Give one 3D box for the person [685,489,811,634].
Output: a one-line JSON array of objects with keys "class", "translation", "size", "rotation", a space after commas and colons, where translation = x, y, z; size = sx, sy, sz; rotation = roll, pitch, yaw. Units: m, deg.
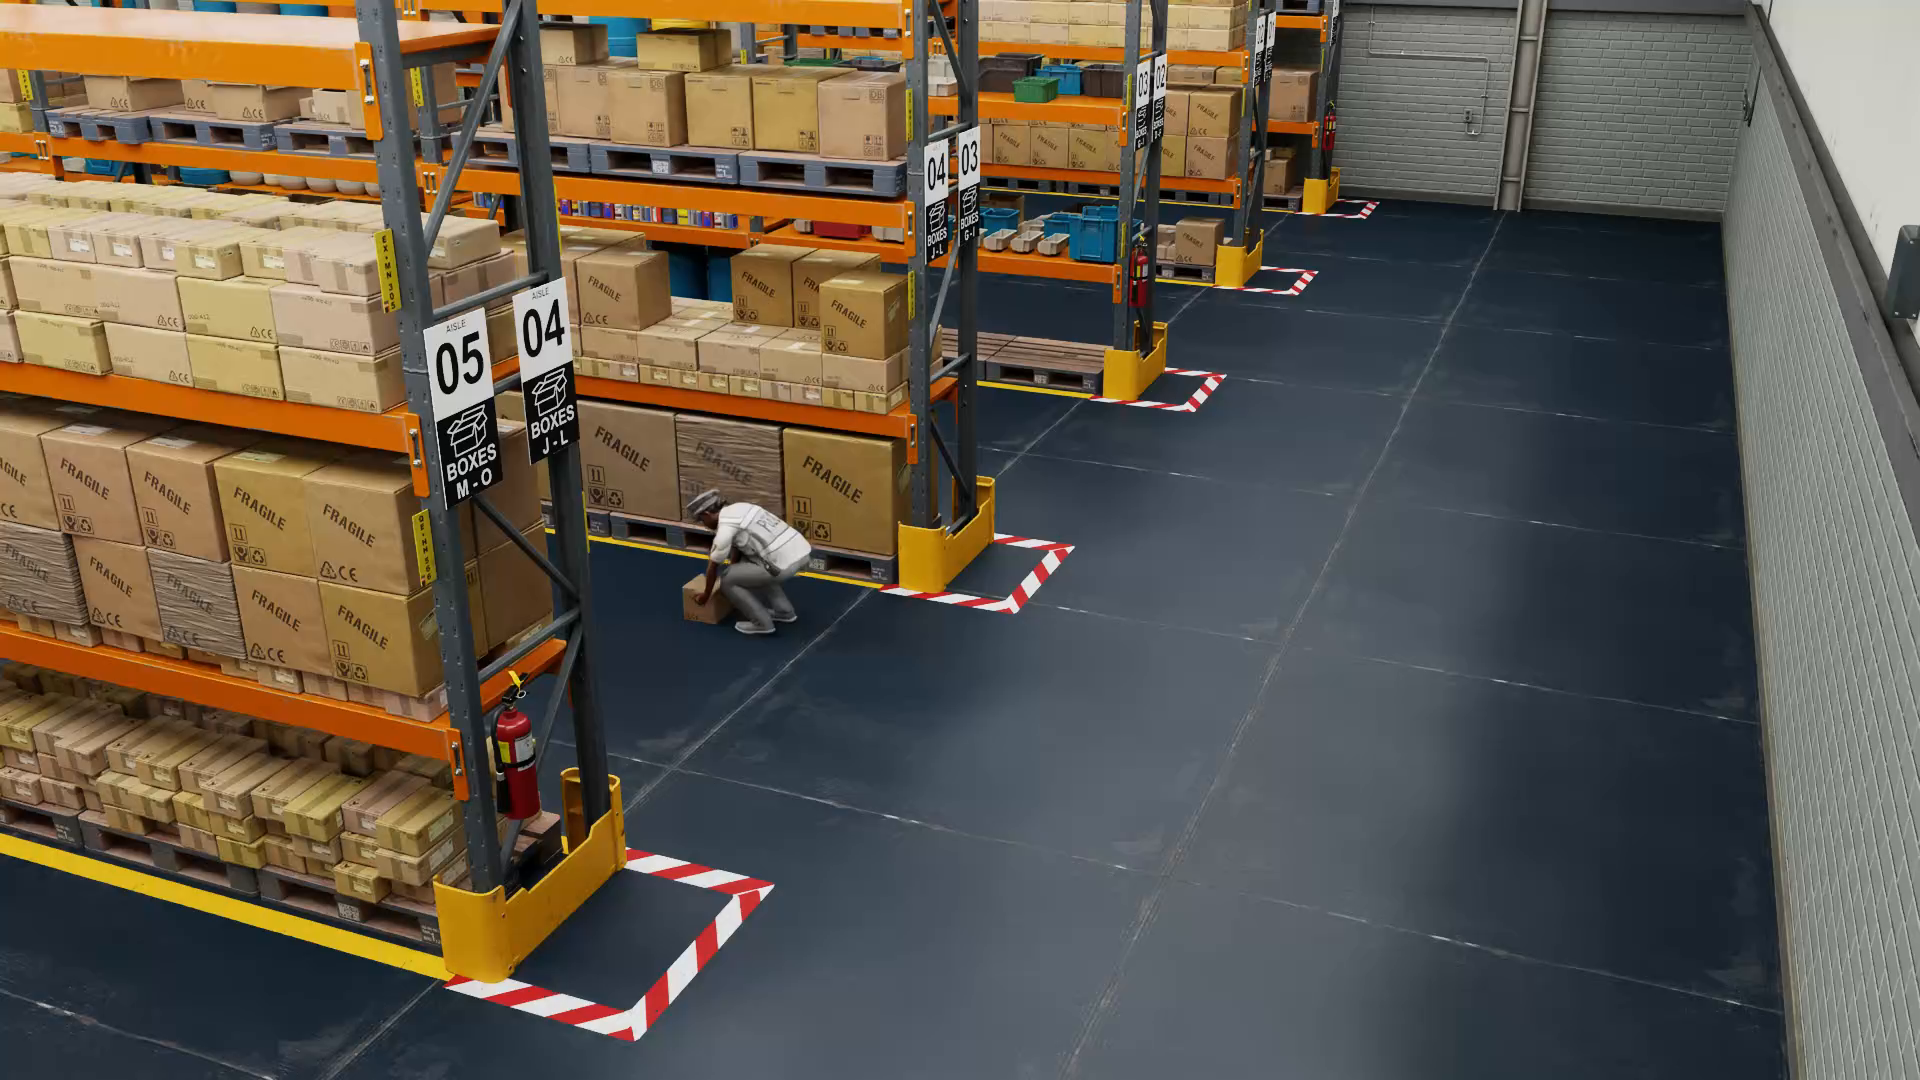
[{"class": "person", "translation": [-1.456, 0.140, 11.459], "size": [0.854, 0.988, 0.484], "rotation": [9, 24, 20]}]
